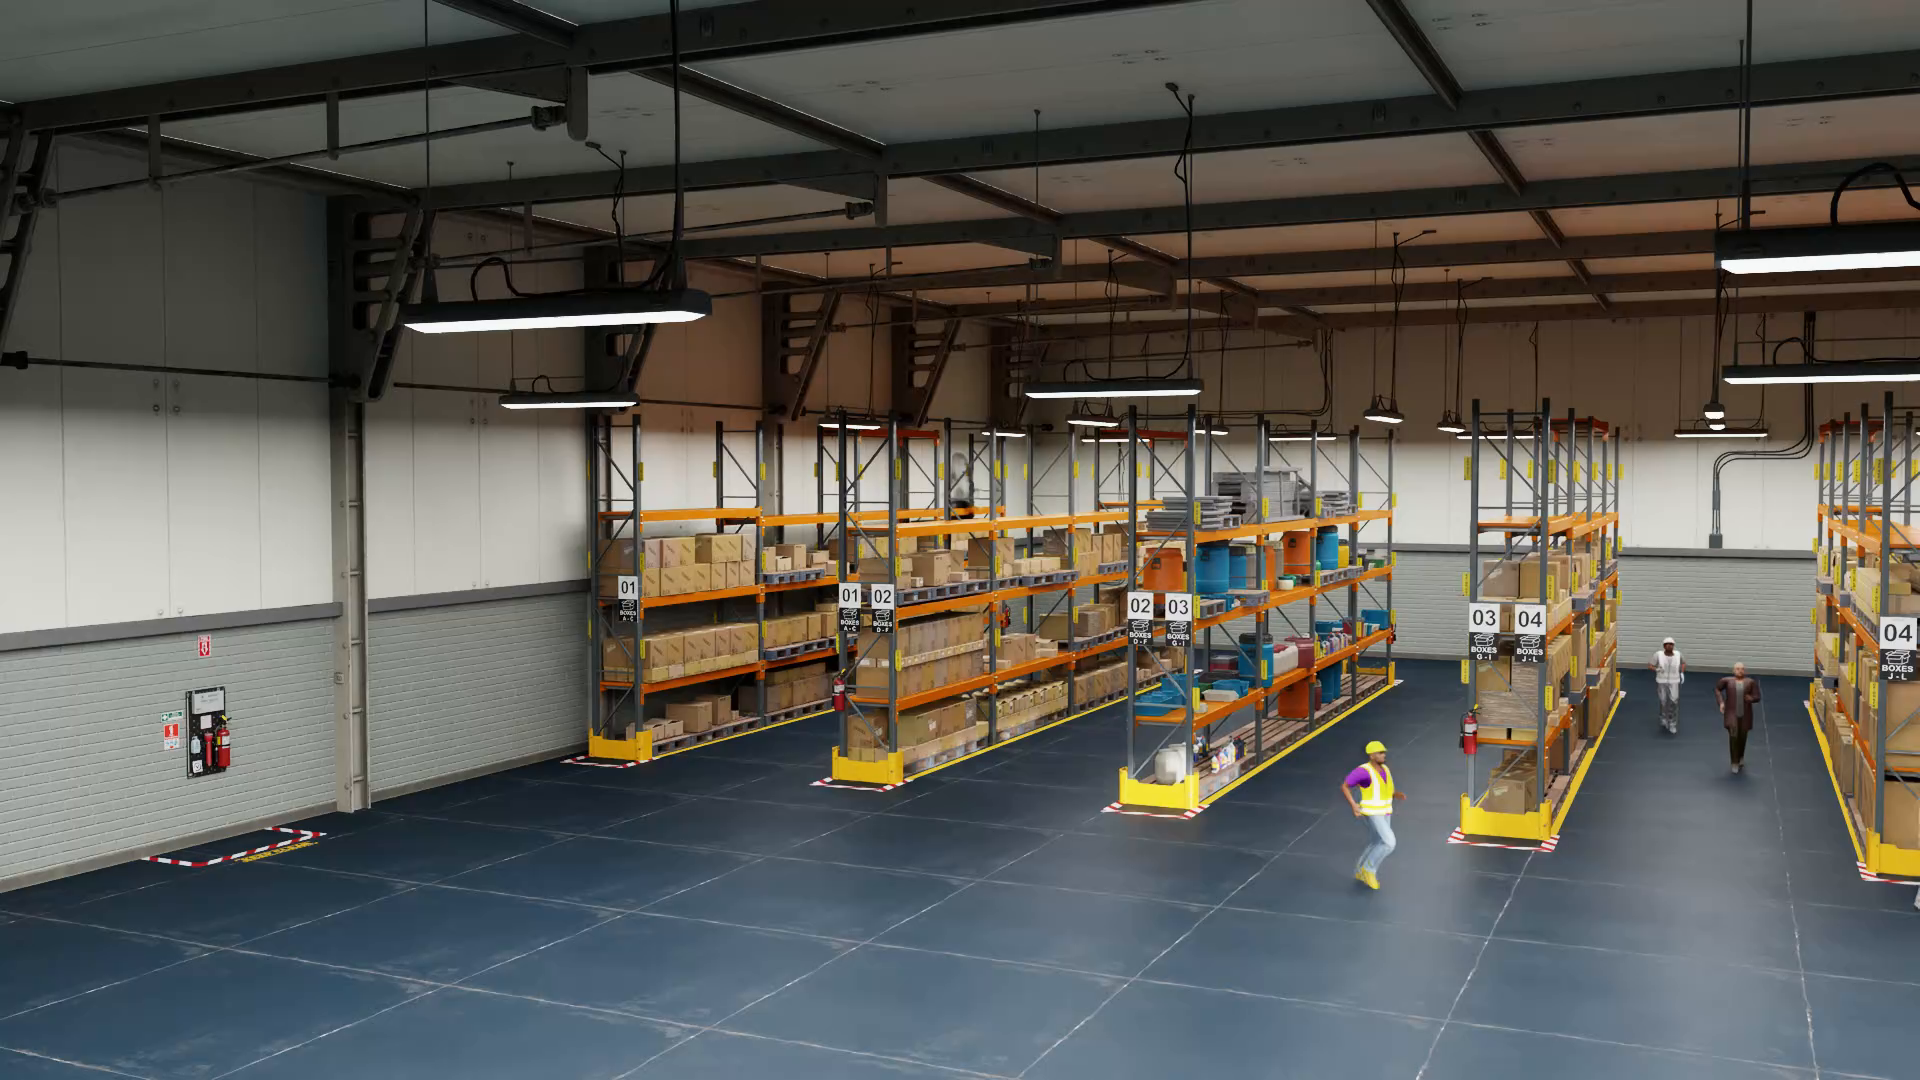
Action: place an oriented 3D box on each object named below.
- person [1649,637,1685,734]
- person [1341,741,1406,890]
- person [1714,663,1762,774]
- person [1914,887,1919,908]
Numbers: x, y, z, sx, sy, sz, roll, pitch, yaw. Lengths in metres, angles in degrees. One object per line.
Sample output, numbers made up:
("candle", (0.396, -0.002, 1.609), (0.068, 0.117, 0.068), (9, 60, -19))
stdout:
("person", (13.666, 2.798, 32.149), (0.662, 1.843, 0.785), (1, 3, 22))
("person", (5.015, 3.298, 19.948), (0.675, 1.759, 0.688), (-2, 3, -43))
("person", (13.038, 2.960, 27.861), (0.694, 1.823, 0.876), (1, 2, 17))
("person", (11.102, 3.395, 18.681), (0.634, 1.651, 0.728), (0, 2, -9))
